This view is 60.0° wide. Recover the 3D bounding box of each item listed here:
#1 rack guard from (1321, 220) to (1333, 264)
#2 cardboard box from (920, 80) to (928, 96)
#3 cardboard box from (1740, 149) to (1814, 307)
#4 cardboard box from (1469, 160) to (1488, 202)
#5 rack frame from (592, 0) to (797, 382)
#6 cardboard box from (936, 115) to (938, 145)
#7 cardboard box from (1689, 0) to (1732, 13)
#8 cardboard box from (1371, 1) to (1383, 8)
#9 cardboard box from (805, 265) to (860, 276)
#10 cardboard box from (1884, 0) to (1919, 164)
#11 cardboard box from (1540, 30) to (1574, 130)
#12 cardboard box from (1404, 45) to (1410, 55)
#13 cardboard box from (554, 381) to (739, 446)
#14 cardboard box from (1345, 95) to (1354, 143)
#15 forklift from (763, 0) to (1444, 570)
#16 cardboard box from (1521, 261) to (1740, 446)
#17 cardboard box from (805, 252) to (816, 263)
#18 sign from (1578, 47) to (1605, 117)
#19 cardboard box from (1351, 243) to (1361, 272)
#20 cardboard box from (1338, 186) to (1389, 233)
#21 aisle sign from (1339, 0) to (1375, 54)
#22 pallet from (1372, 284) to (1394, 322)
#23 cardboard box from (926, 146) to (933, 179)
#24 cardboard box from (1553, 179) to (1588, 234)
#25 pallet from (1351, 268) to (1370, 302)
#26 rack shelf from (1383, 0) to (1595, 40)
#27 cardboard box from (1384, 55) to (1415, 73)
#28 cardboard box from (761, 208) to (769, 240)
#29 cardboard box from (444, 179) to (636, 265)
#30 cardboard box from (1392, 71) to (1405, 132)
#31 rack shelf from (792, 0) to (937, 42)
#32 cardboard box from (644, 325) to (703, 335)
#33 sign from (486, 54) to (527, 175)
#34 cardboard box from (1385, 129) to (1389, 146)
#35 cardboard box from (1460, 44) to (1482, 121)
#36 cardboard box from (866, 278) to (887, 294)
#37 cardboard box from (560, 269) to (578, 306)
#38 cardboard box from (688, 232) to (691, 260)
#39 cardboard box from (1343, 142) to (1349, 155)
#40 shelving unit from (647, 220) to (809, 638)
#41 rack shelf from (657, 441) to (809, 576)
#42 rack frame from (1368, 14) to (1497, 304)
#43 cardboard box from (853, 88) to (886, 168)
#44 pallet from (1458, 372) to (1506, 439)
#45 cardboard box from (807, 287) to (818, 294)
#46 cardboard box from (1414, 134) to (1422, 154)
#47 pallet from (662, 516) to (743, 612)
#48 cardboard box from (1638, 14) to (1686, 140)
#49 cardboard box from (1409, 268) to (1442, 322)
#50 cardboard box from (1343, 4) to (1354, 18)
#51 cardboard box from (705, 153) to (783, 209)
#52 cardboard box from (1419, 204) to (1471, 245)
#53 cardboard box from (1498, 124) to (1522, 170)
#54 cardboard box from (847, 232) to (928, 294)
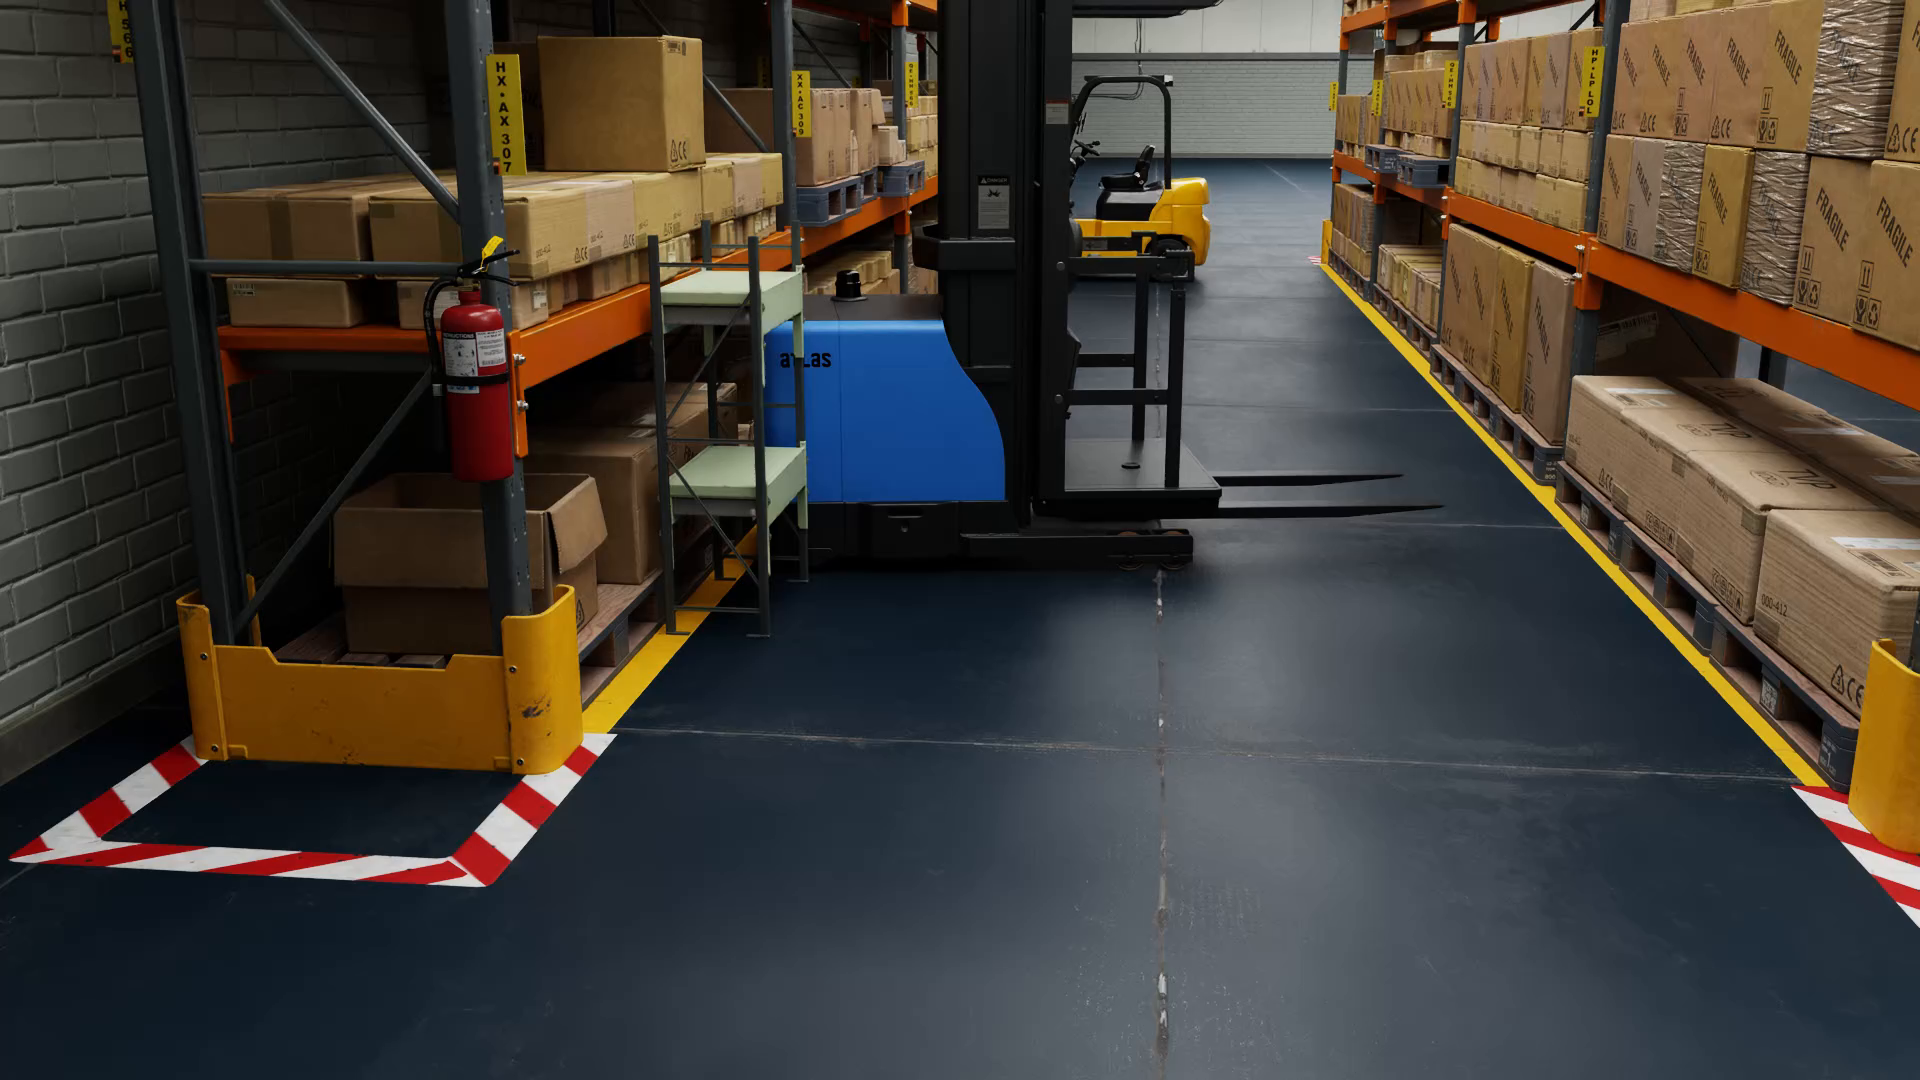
[{"bbox_3d":[4.927,-3.555,19.851,1.175,0.500,0.348,2,15,6],"label":"rack guard"},{"bbox_3d":[-0.195,-4.539,16.698,0.380,0.149,0.250,2,15,7],"label":"cardboard box"},{"bbox_3d":[3.042,-1.076,5.704,0.500,0.500,0.500,2,15,8],"label":"cardboard box"},{"bbox_3d":[3.687,-2.381,11.008,0.500,0.250,0.500,1,15,5],"label":"cardboard box"},{"bbox_3d":[-1.351,-1.814,8.625,1.000,3.000,0.127,2,15,6],"label":"rack frame"},{"bbox_3d":[-0.439,-3.527,14.288,0.500,0.250,0.500,2,15,7],"label":"cardboard box"},{"bbox_3d":[3.141,-2.174,6.604,0.380,0.149,0.250,1,15,5],"label":"cardboard box"},{"bbox_3d":[4.347,-5.428,16.724,0.380,0.149,0.250,2,15,8],"label":"cardboard box"},{"bbox_3d":[-0.880,-1.755,11.147,0.380,0.149,0.250,1,15,5],"label":"cardboard box"},{"bbox_3d":[2.948,-1.295,4.596,0.500,0.500,0.500,2,15,8],"label":"cardboard box"},{"bbox_3d":[3.434,-2.458,8.897,0.500,0.500,0.500,2,15,7],"label":"cardboard box"},{"bbox_3d":[4.912,-4.787,16.943,0.700,0.500,0.500,1,15,5],"label":"cardboard box"},{"bbox_3d":[-1.387,-0.418,7.447,0.700,0.500,0.500,1,15,4],"label":"cardboard box"},{"bbox_3d":[4.495,-4.592,18.136,0.500,0.500,0.500,1,15,5],"label":"cardboard box"},{"bbox_3d":[0.622,-1.422,7.305,3.031,2.935,1.130,-1,15,-2],"label":"forklift"},{"bbox_3d":[3.572,-1.009,8.914,0.875,0.875,0.875,2,15,8],"label":"cardboard box"},{"bbox_3d":[-1.268,-2.035,12.182,0.380,0.149,0.250,2,15,9],"label":"cardboard box"},{"bbox_3d":[3.041,-2.203,7.997,0.100,0.325,0.005,2,15,6],"label":"sign"},{"bbox_3d":[4.334,-2.919,17.173,0.500,0.250,0.500,1,15,5],"label":"cardboard box"},{"bbox_3d":[4.513,-3.676,18.536,0.500,0.500,0.500,1,15,4],"label":"cardboard box"},{"bbox_3d":[4.635,-6.061,19.352,0.394,0.787,0.004,2,15,6],"label":"aisle sign"},{"bbox_3d":[4.398,-2.196,15.378,1.003,0.211,1.213,2,15,6],"label":"pallet"},{"bbox_3d":[-0.494,-3.151,13.857,0.500,0.250,0.500,1,15,4],"label":"cardboard box"},{"bbox_3d":[3.382,-1.720,8.565,0.500,0.250,0.500,1,15,5],"label":"cardboard box"},{"bbox_3d":[4.525,-2.573,16.773,1.003,0.211,1.213,2,15,6],"label":"pallet"},{"bbox_3d":[4.259,-4.326,13.545,1.077,0.370,4.000,2,15,6],"label":"rack shelf"},{"bbox_3d":[4.080,-4.340,15.157,0.380,0.149,0.250,2,15,6],"label":"cardboard box"},{"bbox_3d":[-1.144,-1.535,8.072,0.380,0.149,0.250,2,15,8],"label":"cardboard box"},{"bbox_3d":[-1.427,-1.088,5.658,0.500,0.250,0.500,2,15,7],"label":"cardboard box"},{"bbox_3d":[4.021,-3.768,14.283,0.500,0.500,0.500,2,15,6],"label":"cardboard box"},{"bbox_3d":[-0.674,-4.471,14.082,1.077,0.370,4.000,2,15,6],"label":"rack shelf"},{"bbox_3d":[-1.596,-1.227,9.196,0.380,0.149,0.250,1,15,4],"label":"cardboard box"},{"bbox_3d":[-1.263,-1.179,4.616,0.100,0.325,0.005,2,15,6],"label":"sign"},{"bbox_3d":[4.108,-3.691,15.243,0.380,0.149,0.250,2,15,7],"label":"cardboard box"},{"bbox_3d":[3.734,-3.117,11.335,0.500,0.500,0.500,1,15,4],"label":"cardboard box"},{"bbox_3d":[-0.800,-1.602,11.825,0.500,0.500,0.500,1,15,5],"label":"cardboard box"},{"bbox_3d":[-1.515,-0.869,5.611,0.380,0.149,0.250,1,15,6],"label":"cardboard box"},{"bbox_3d":[-1.328,-1.203,6.846,0.380,0.149,0.250,2,15,6],"label":"cardboard box"},{"bbox_3d":[4.492,-4.381,18.600,0.380,0.149,0.250,2,15,7],"label":"cardboard box"},{"bbox_3d":[-0.877,-0.456,6.472,0.431,1.500,0.755,2,15,6],"label":"shelving unit"},{"bbox_3d":[-0.877,-0.141,6.557,0.431,0.370,0.720,2,15,6],"label":"rack shelf"},{"bbox_3d":[4.484,-3.744,15.761,1.000,3.000,0.127,2,15,6],"label":"rack frame"},{"bbox_3d":[-0.900,-2.675,10.808,0.797,0.503,0.637,1,15,5],"label":"cardboard box"},{"bbox_3d":[3.729,-0.843,10.374,1.003,0.211,1.213,2,15,6],"label":"pallet"},{"bbox_3d":[-1.056,-1.421,9.913,0.380,0.149,0.250,1,15,5],"label":"cardboard box"},{"bbox_3d":[3.832,-3.155,13.260,0.380,0.149,0.250,2,15,7],"label":"cardboard box"},{"bbox_3d":[-1.564,0.027,7.157,1.003,0.211,1.213,2,15,6],"label":"pallet"},{"bbox_3d":[3.224,-1.953,7.030,0.500,0.500,0.500,1,15,6],"label":"cardboard box"},{"bbox_3d":[4.182,-1.979,13.462,0.950,0.372,0.625,1,15,5],"label":"cardboard box"},{"bbox_3d":[4.576,-6.032,18.956,0.380,0.149,0.250,2,15,6],"label":"cardboard box"},{"bbox_3d":[-1.166,-1.746,8.091,0.500,0.250,0.500,2,15,8],"label":"cardboard box"},{"bbox_3d":[4.819,-3.126,16.504,0.500,0.500,0.500,2,15,9],"label":"cardboard box"},{"bbox_3d":[3.532,-2.357,9.962,0.500,0.250,0.500,2,15,7],"label":"cardboard box"},{"bbox_3d":[-0.750,-2.239,13.941,0.875,0.625,0.625,2,15,8],"label":"cardboard box"}]
